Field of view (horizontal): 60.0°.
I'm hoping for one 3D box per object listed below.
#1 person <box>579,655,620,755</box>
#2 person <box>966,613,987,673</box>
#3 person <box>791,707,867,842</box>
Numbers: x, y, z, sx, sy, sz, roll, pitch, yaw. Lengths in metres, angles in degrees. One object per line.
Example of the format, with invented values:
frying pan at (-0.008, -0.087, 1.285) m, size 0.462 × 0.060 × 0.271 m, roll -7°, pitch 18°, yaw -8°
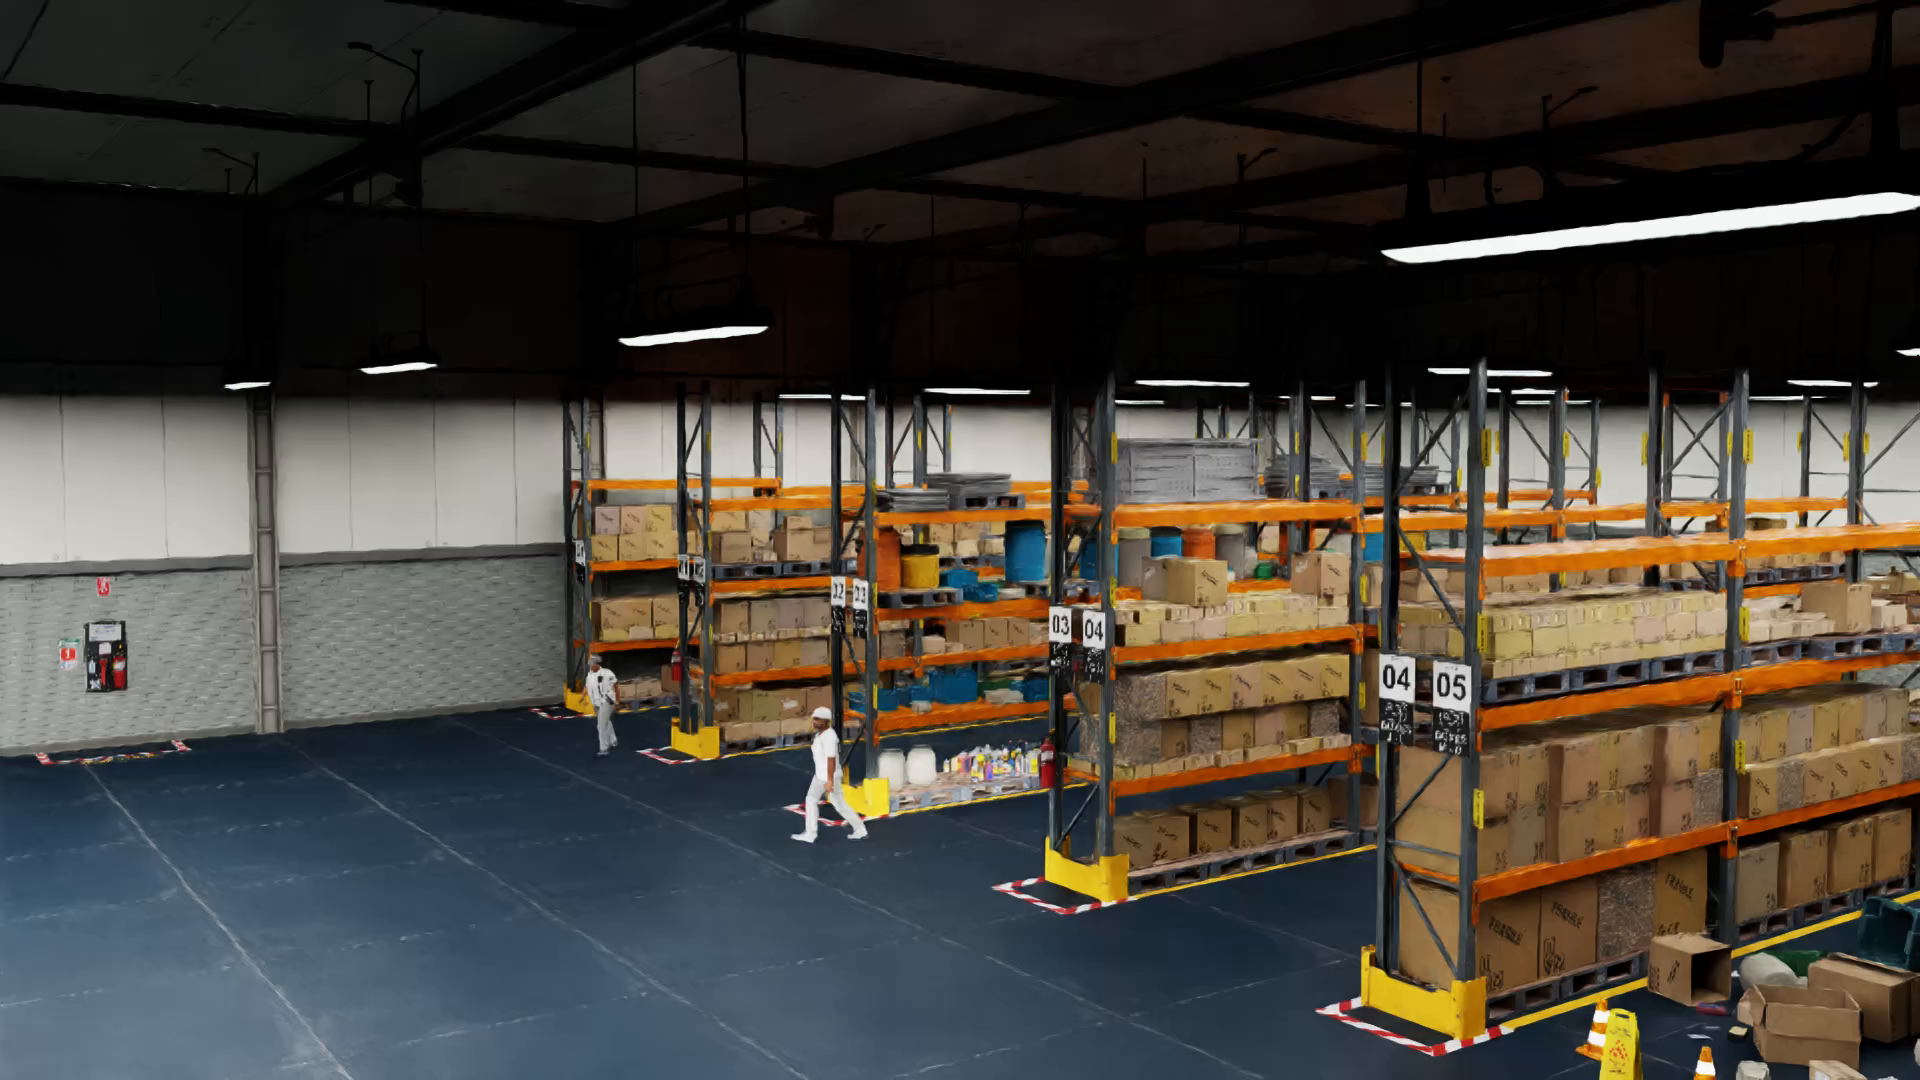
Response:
person at (-5.753, 2.633, 26.905) m, size 0.660 × 1.596 × 0.811 m, roll 3°, pitch 5°, yaw 37°
person at (0.355, 2.214, 32.761) m, size 0.578 × 1.714 × 0.719 m, roll -3°, pitch 5°, yaw -37°
person at (-1.639, 2.961, 20.942) m, size 0.940 × 1.728 × 0.599 m, roll -1°, pitch 4°, yaw -19°
